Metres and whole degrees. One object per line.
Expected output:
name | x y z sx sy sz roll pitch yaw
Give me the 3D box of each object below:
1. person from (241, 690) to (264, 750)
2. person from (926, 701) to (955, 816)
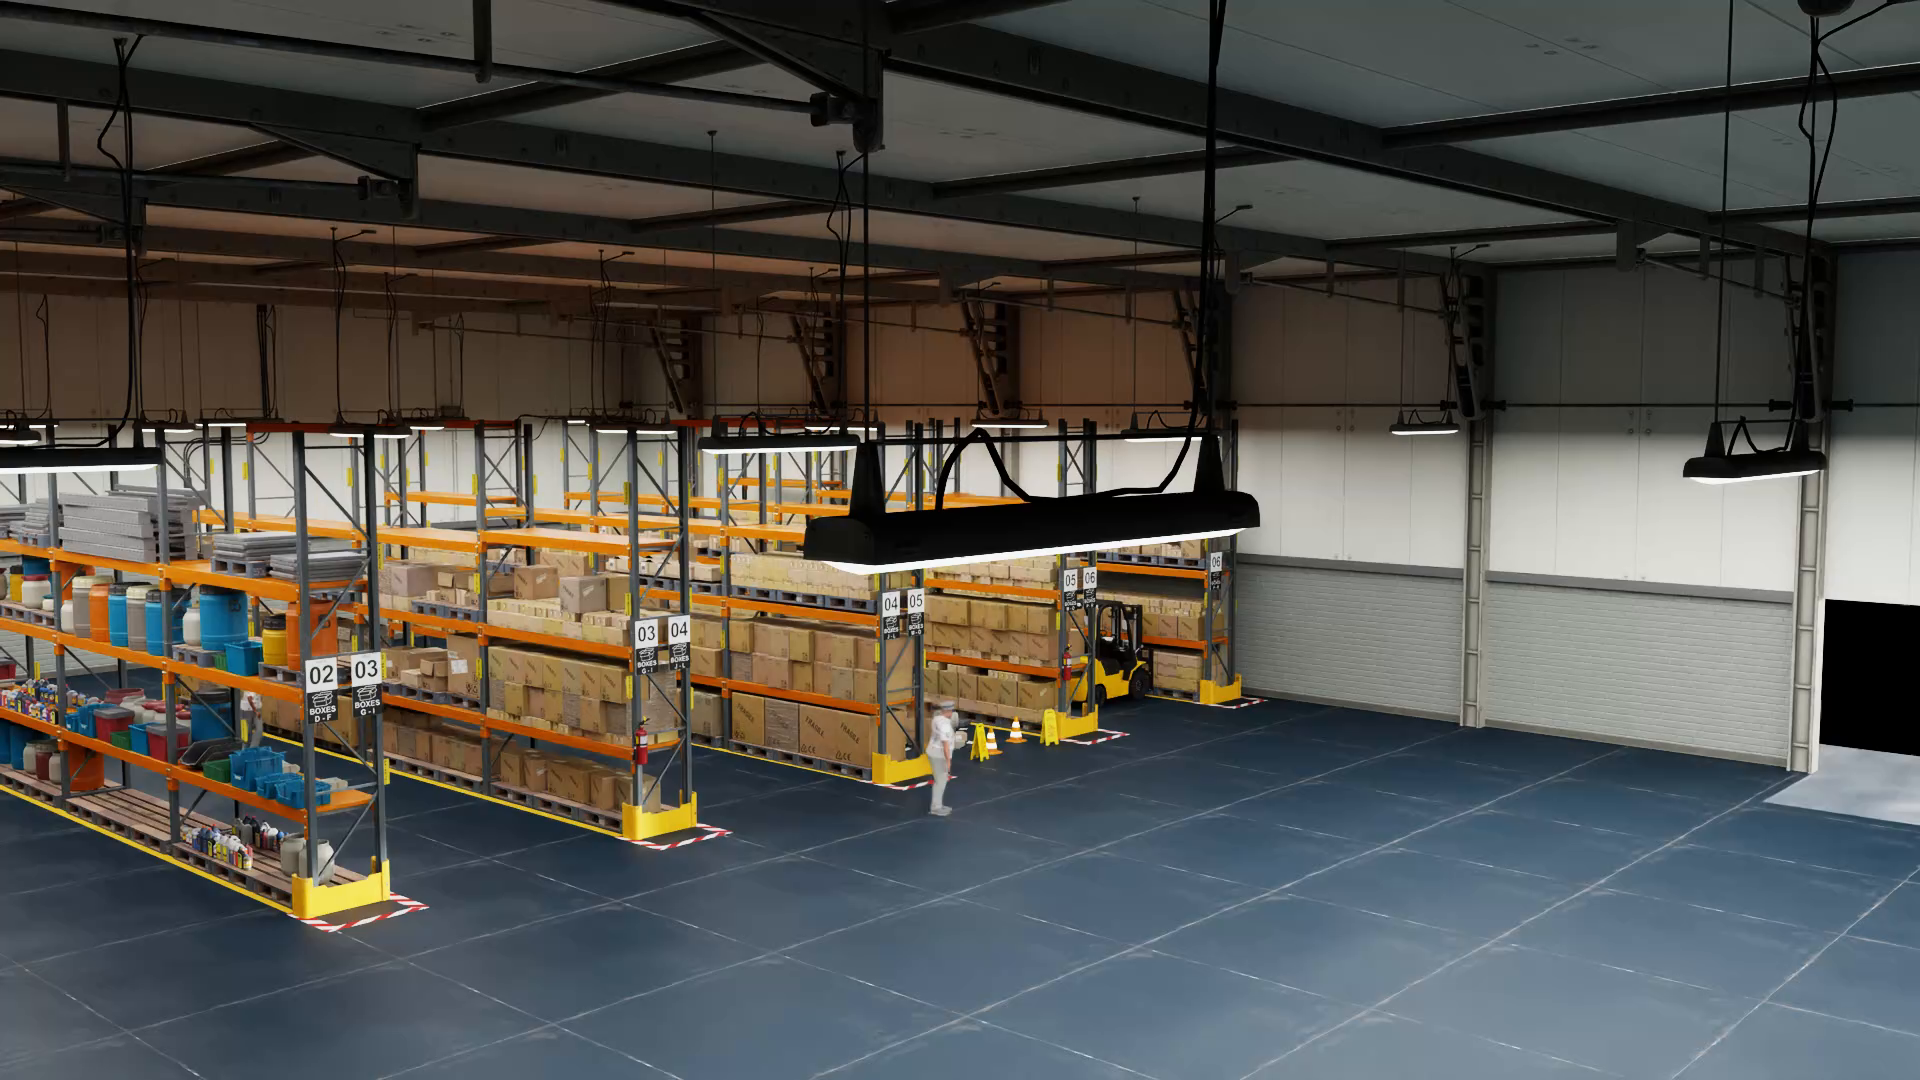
person | -12.723 3.073 29.881 0.659 1.695 0.461 1 5 16
person | -0.293 3.367 25.707 0.433 1.758 0.576 -1 5 -14
